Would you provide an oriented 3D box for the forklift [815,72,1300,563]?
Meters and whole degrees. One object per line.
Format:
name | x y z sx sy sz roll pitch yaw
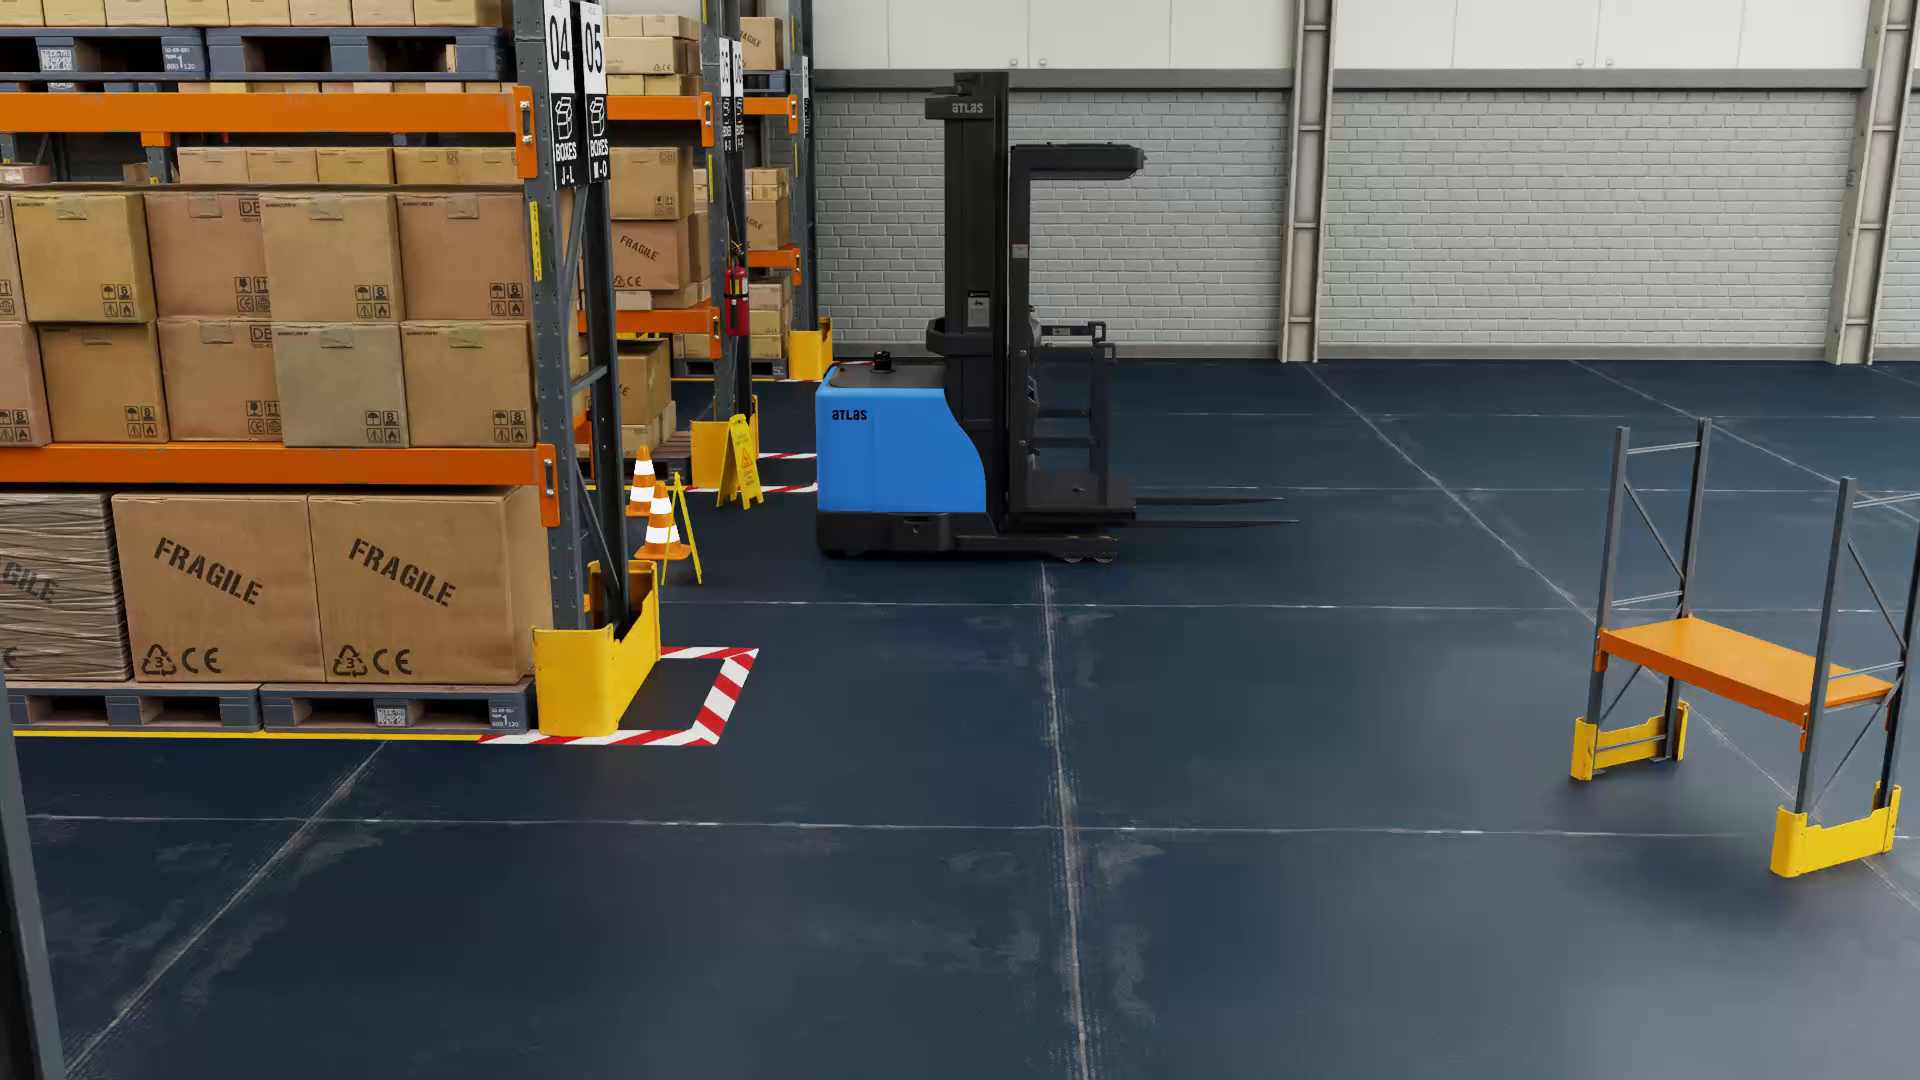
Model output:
forklift | 0.624 -1.414 10.452 3.031 2.935 1.130 0 15 1

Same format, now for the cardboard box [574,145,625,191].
cardboard box | -2.744 -2.606 12.097 0.500 0.500 0.700 1 15 2

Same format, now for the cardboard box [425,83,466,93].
cardboard box | -3.623 -3.236 11.836 0.250 0.149 0.380 0 15 1

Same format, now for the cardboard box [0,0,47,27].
cardboard box | -3.870 -2.221 6.973 0.250 0.149 0.380 1 15 2

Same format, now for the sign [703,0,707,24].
sign | -1.756 -3.714 11.422 0.005 0.325 0.100 0 15 1

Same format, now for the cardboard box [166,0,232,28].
cardboard box | -3.106 -2.217 6.955 0.250 0.149 0.380 0 15 1

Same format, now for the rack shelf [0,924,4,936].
rack shelf | -3.975 0.885 3.016 4.000 0.370 1.077 0 15 1

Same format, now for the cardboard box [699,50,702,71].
cardboard box | -2.689 -4.809 16.553 0.258 0.266 0.396 0 15 2

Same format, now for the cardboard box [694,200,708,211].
cardboard box | -2.616 -3.233 17.019 0.500 0.500 0.500 1 15 3

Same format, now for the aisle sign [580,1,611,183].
aisle sign | -1.669 -2.047 7.623 0.004 0.787 0.394 0 15 1

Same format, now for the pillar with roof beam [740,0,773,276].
pillar with roof beam | -2.382 -5.280 13.213 0.400 9.000 9.100 0 15 1

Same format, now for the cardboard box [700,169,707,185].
cardboard box | -2.472 -3.686 16.880 0.250 0.149 0.380 1 15 3

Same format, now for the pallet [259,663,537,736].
pallet | -2.549 0.649 7.966 1.213 0.211 1.003 0 15 1

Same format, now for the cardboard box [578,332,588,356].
cardboard box | -2.898 -1.451 12.284 0.250 0.149 0.380 1 15 3

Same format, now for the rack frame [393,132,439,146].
rack frame | -5.598 -3.269 17.350 0.127 3.000 1.000 0 15 1

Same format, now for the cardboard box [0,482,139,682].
cardboard box | -4.218 0.111 7.881 0.875 0.875 0.875 0 15 2

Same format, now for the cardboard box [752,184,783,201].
cardboard box | -1.953 -3.536 16.894 0.250 0.149 0.380 1 15 2

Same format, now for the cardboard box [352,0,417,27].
cardboard box | -2.340 -2.212 6.937 0.250 0.149 0.380 0 15 2

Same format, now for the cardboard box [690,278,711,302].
cardboard box | -2.056 -1.911 12.694 0.250 0.149 0.380 0 15 2

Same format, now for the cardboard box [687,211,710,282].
cardboard box | -2.189 -2.243 12.683 0.500 0.500 0.500 0 15 1

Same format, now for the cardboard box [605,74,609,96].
cardboard box | -2.600 -3.241 11.855 0.250 0.149 0.380 1 15 3

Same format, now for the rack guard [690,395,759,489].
rack guard | -1.798 -0.769 12.774 0.348 0.500 1.175 0 15 1

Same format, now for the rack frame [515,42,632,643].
rack frame | -1.748 -0.714 7.666 0.127 3.000 1.000 0 15 1

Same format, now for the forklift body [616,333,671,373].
forklift body | -3.541 -2.380 15.643 1.214 2.155 2.313 0 15 1

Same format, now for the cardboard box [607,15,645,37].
cardboard box | -2.325 -3.630 11.768 0.250 0.149 0.380 1 15 2

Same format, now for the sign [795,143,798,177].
sign | -1.627 -3.779 16.549 0.005 0.325 0.100 0 15 1

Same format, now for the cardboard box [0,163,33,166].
cardboard box | -7.271 -2.786 12.646 0.250 0.149 0.380 1 15 5

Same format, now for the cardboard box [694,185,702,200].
cardboard box | -2.714 -3.552 16.954 0.250 0.149 0.380 0 15 1

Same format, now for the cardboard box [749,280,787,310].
cardboard box | -2.067 -2.523 17.131 0.500 0.250 0.500 1 15 3

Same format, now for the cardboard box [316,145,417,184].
cardboard box | -4.275 -2.601 12.081 0.500 0.500 0.700 0 15 0

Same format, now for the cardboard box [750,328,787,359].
cardboard box | -2.077 -2.039 17.255 0.500 0.250 0.500 0 15 2

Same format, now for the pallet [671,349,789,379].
pallet | -2.365 -1.889 17.586 1.213 0.211 1.003 0 15 1

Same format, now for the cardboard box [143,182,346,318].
cardboard box | -3.226 -1.339 7.626 0.550 0.550 0.875 0 15 1

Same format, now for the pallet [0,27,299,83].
pallet | -3.712 -2.131 7.331 1.213 0.211 1.003 0 15 1

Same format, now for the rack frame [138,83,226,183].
rack frame | -5.721 -2.003 12.552 0.127 3.000 1.000 0 15 1

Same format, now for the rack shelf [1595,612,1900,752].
rack shelf | 3.083 0.540 6.559 0.538 0.185 1.000 -7 16 -24

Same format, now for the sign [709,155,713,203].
sign | -1.756 -2.548 11.730 0.005 0.325 0.100 0 15 1

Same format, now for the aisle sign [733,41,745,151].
aisle sign | -1.652 -3.313 12.420 0.004 0.787 0.394 0 15 1

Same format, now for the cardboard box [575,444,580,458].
cardboard box | -3.055 -0.793 12.531 0.500 0.250 0.500 0 15 2

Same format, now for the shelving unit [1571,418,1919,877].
shelving unit | 3.079 0.364 6.521 0.587 1.500 1.083 -7 16 -24

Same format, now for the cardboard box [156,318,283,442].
cardboard box | -3.227 -0.811 7.740 0.550 0.550 0.875 0 15 1

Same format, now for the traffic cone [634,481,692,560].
traffic cone | -1.873 -0.139 10.460 0.334 0.463 0.336 0 15 1

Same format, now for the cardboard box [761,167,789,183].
cardboard box | -1.929 -3.805 17.333 0.250 0.149 0.380 0 15 0

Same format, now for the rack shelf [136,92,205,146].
rack shelf | -7.720 -3.119 12.311 4.000 0.370 1.077 0 15 1

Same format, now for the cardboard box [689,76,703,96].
cardboard box | -2.045 -3.391 12.425 0.250 0.149 0.380 0 15 1

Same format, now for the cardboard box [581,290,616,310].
cardboard box | -2.613 -1.784 12.214 0.250 0.149 0.380 0 15 0

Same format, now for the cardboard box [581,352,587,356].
cardboard box | -3.051 -1.154 12.432 0.500 0.500 0.500 1 15 4

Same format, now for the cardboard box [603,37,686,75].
cardboard box | -2.241 -3.433 11.804 0.500 0.250 0.500 0 15 1

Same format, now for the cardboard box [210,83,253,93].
cardboard box | -5.155 -3.251 11.894 0.250 0.149 0.380 0 15 1

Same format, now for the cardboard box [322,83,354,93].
cardboard box | -4.388 -3.262 11.935 0.250 0.149 0.380 0 15 0
